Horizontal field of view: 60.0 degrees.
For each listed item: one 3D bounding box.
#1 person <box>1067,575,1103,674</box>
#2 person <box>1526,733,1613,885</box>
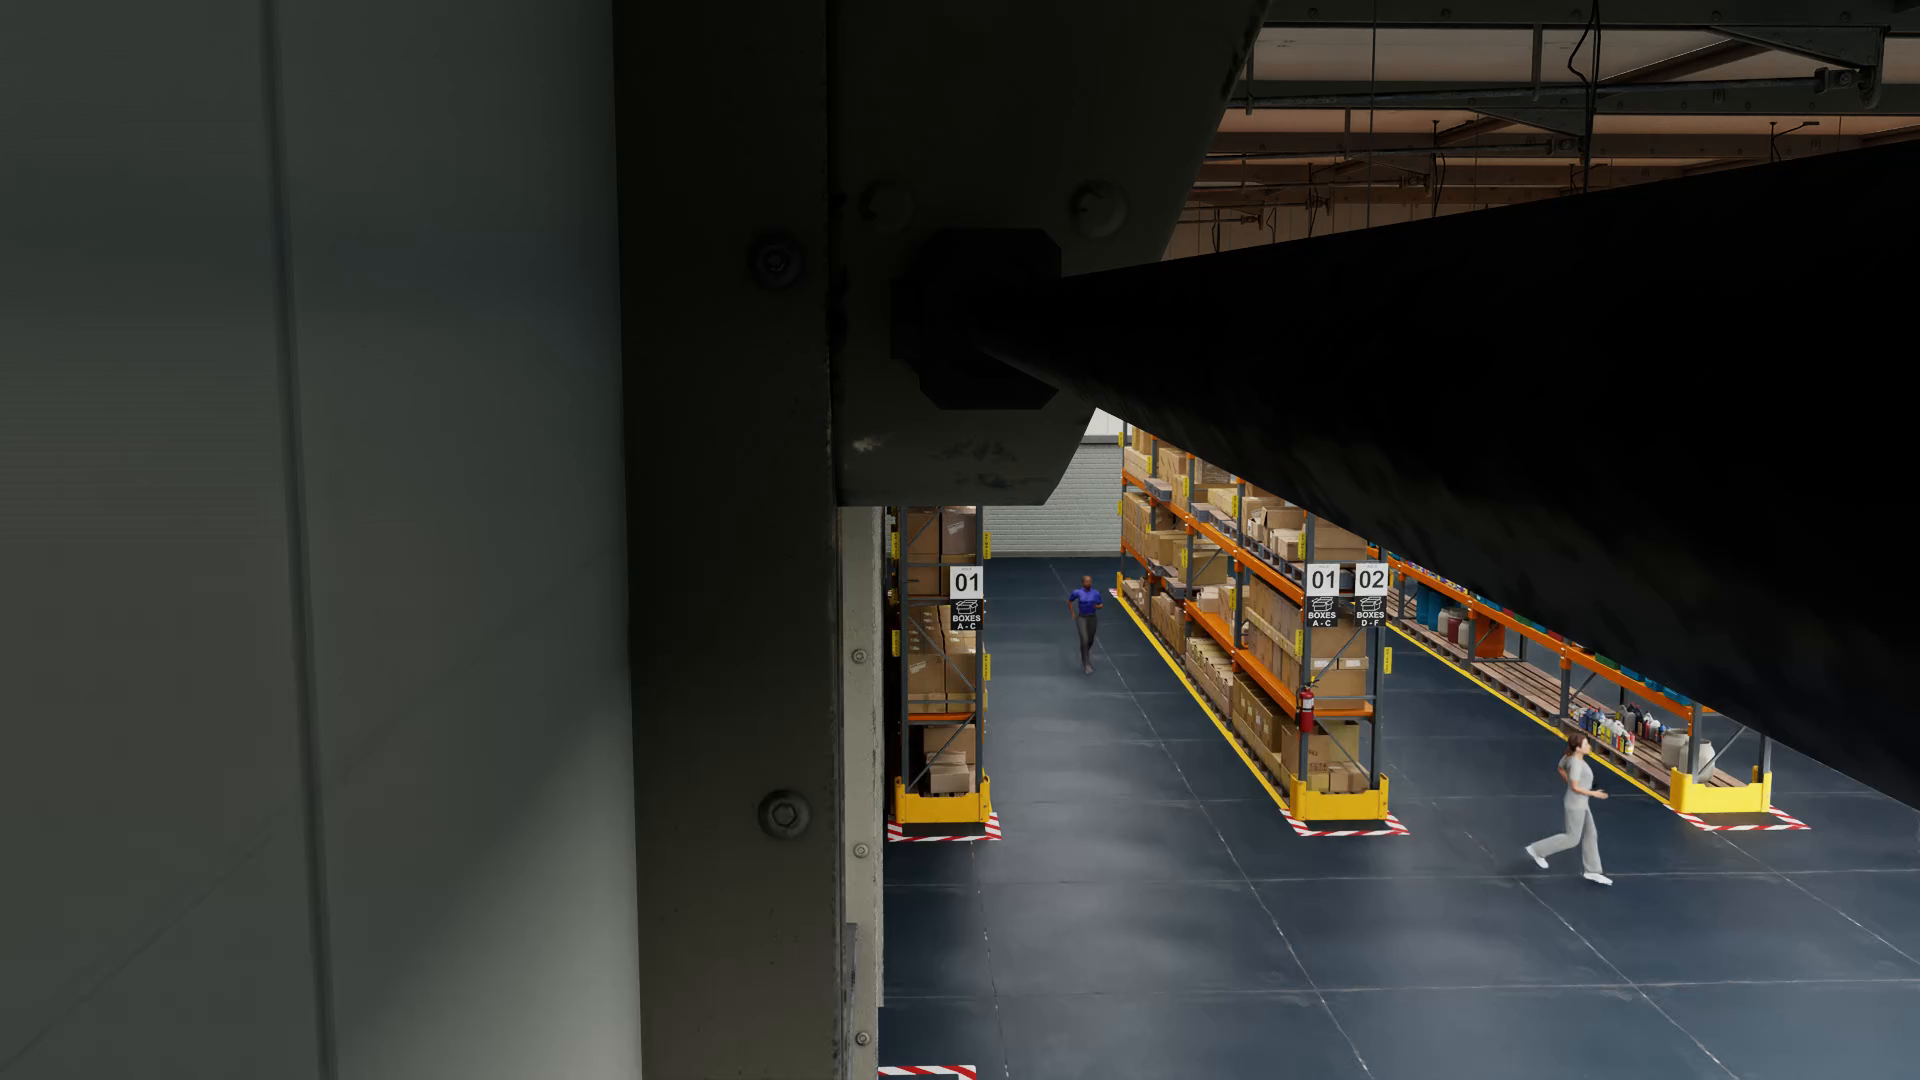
[{"bbox_3d":[2.202,1.426,28.985,0.570,1.658,0.929,-2,8,-15],"label":"person"},{"bbox_3d":[6.760,2.948,18.358,0.912,1.682,0.584,3,9,20],"label":"person"}]
